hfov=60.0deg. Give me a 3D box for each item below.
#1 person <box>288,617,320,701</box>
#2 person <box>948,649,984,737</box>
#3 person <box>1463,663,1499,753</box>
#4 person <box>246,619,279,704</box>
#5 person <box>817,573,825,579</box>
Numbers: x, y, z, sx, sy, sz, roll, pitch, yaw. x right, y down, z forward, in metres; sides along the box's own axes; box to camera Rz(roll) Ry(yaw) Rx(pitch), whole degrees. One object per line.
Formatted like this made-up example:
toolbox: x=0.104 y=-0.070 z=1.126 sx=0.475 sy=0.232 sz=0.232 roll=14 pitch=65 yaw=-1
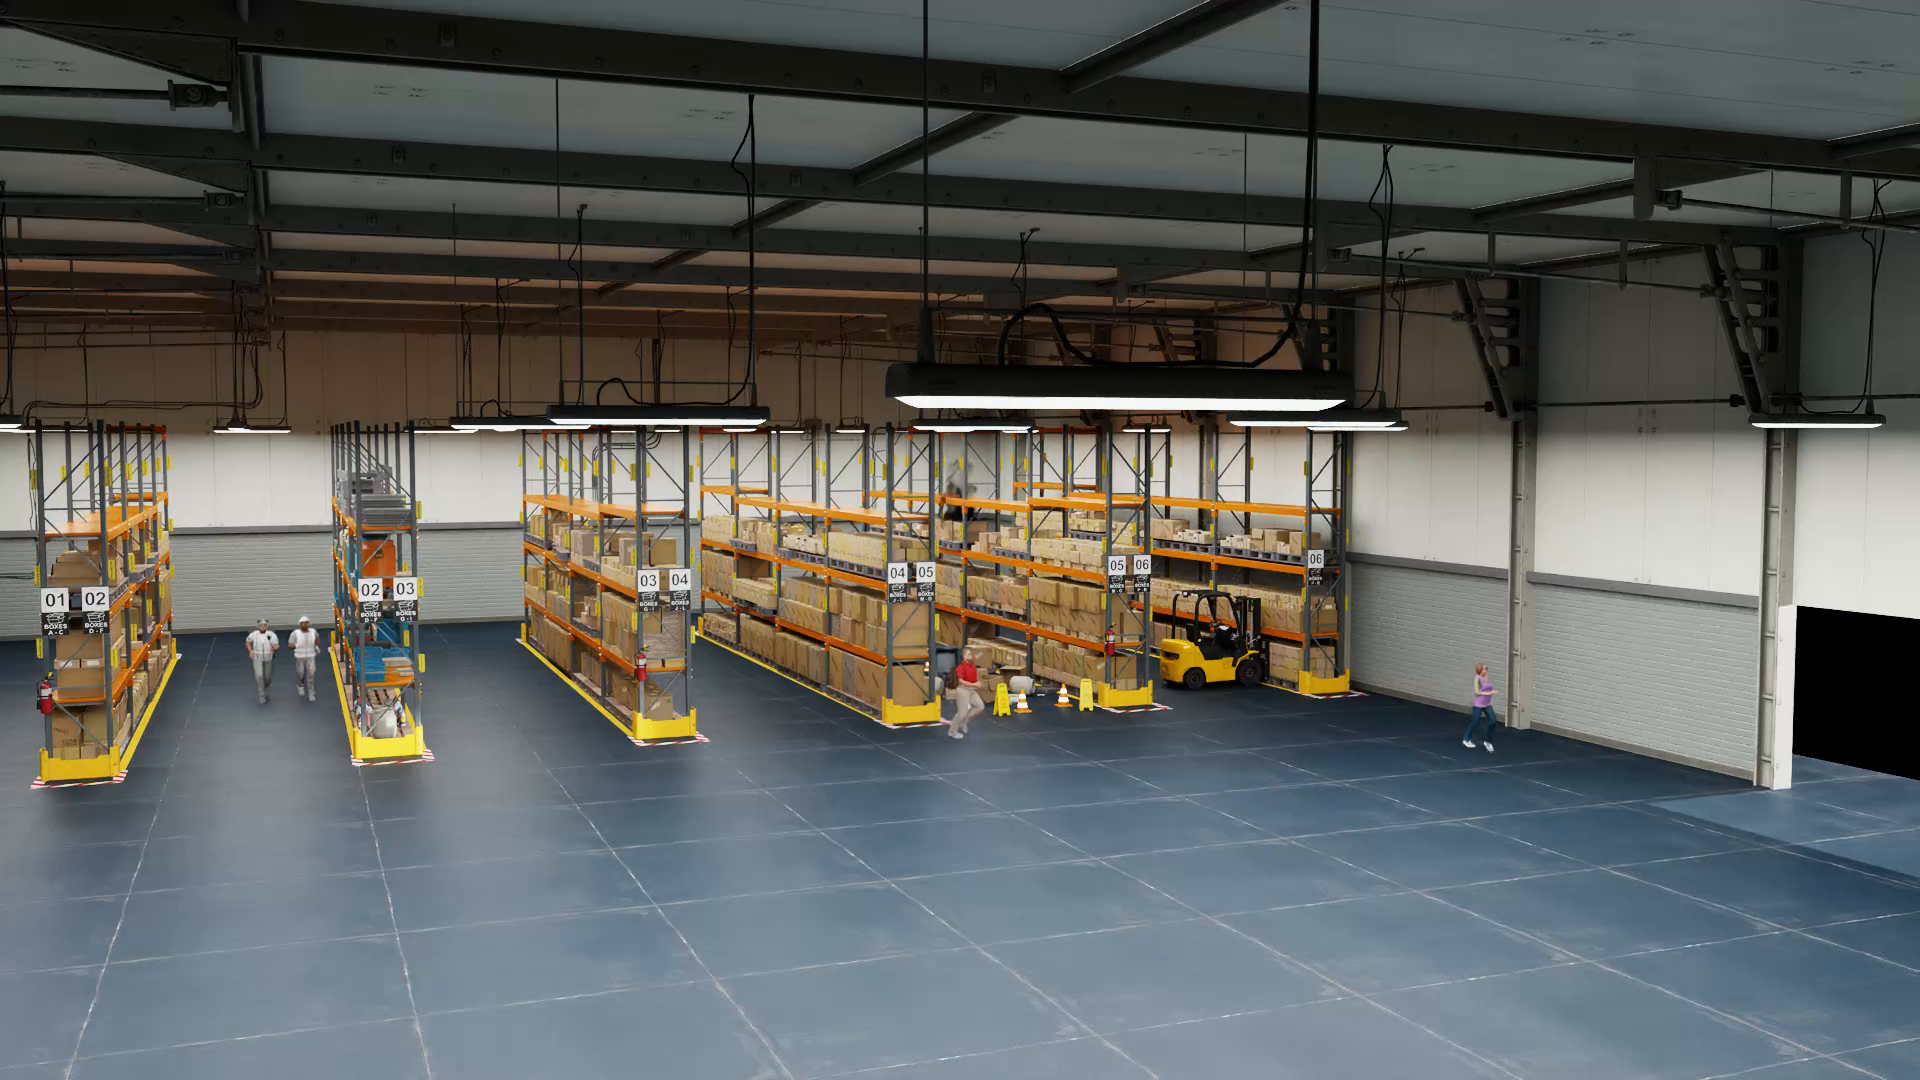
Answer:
person: x=-14.172 y=2.549 z=35.992 sx=0.675 sy=1.786 sz=0.967 roll=-2 pitch=4 yaw=-30
person: x=0.160 y=2.901 z=31.545 sx=0.769 sy=1.681 sz=0.687 roll=2 pitch=4 yaw=32
person: x=9.461 y=3.038 z=30.148 sx=0.507 sy=1.641 sz=0.702 roll=-2 pitch=4 yaw=-33
person: x=-15.054 y=2.591 z=35.936 sx=0.662 sy=1.792 sz=0.919 roll=-2 pitch=4 yaw=-26
person: x=-4.264 y=1.648 z=50.854 sx=1.002 sy=1.776 sz=0.677 roll=-1 pitch=4 yaw=-19
